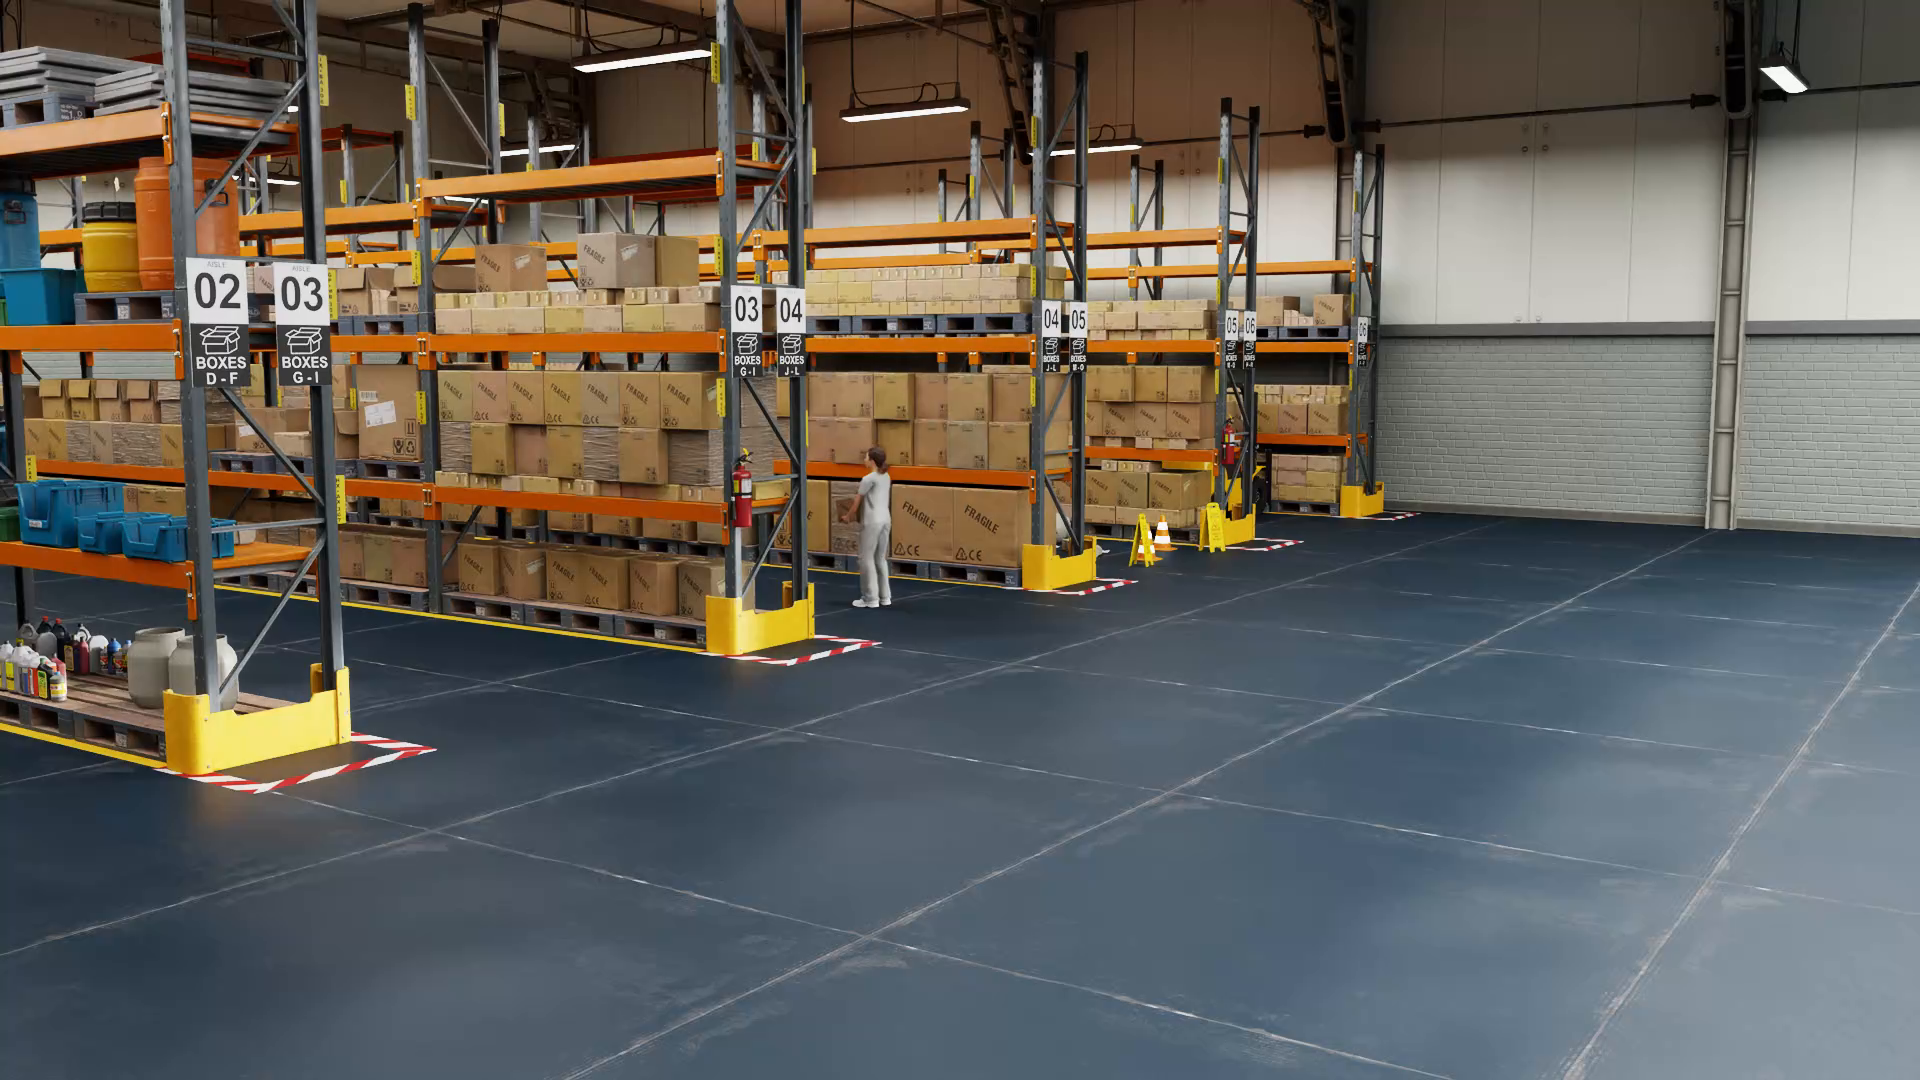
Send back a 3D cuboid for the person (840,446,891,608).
[{"bbox_3d":[-0.956,-0.142,17.295,0.542,1.668,0.424,4,8,33],"label":"person"}]
